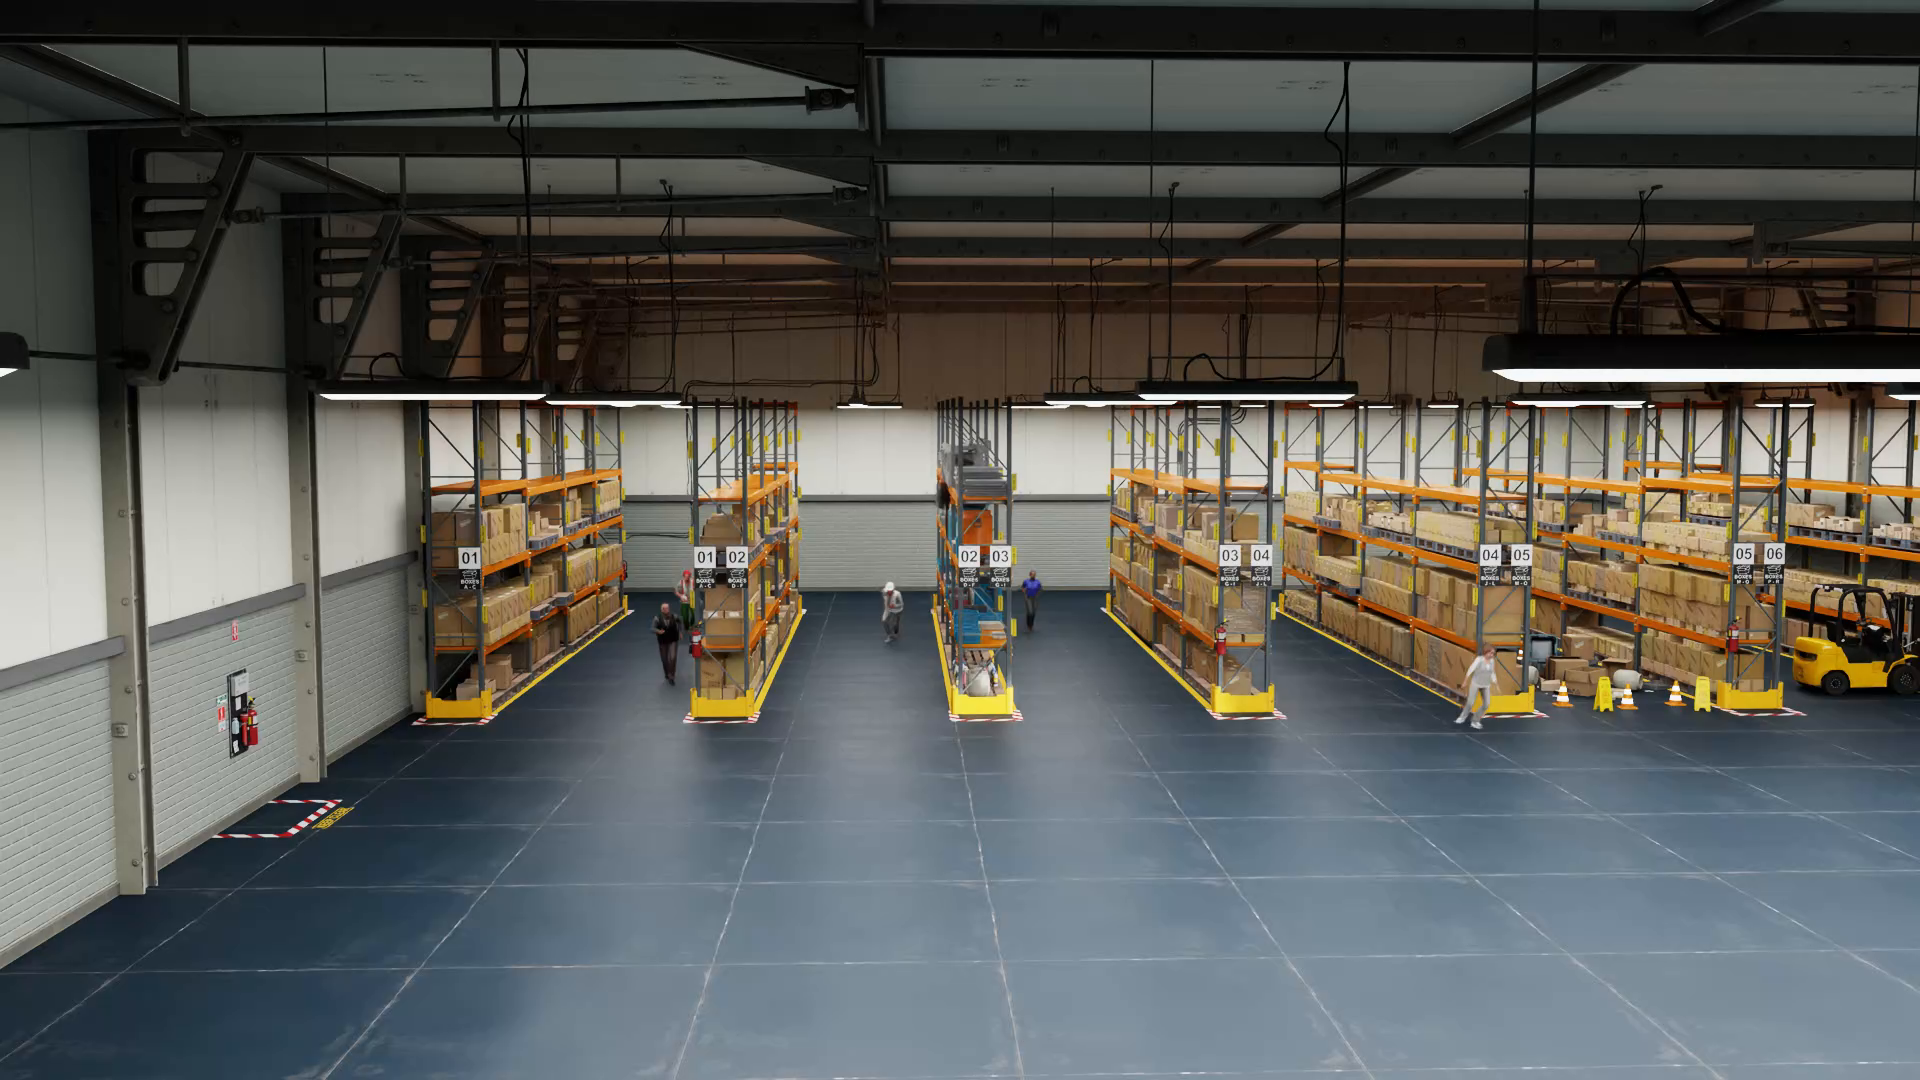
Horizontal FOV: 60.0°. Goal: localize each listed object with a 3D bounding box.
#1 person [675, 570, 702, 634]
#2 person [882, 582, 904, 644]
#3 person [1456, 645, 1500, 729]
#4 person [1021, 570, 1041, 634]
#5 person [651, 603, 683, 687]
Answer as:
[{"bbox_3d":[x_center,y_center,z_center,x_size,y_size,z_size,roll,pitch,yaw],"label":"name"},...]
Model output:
[{"bbox_3d":[-6.950,1.601,42.637,0.691,1.674,0.785,-1,5,-13],"label":"person"},{"bbox_3d":[-1.647,1.770,41.328,0.658,1.539,1.177,1,5,15],"label":"person"},{"bbox_3d":[9.366,2.645,30.088,0.664,1.532,0.577,-1,5,-16],"label":"person"},{"bbox_3d":[1.863,1.599,43.000,0.475,1.670,0.804,-1,5,-13],"label":"person"},{"bbox_3d":[-6.165,2.175,34.998,0.654,1.713,0.965,0,4,-6],"label":"person"}]
